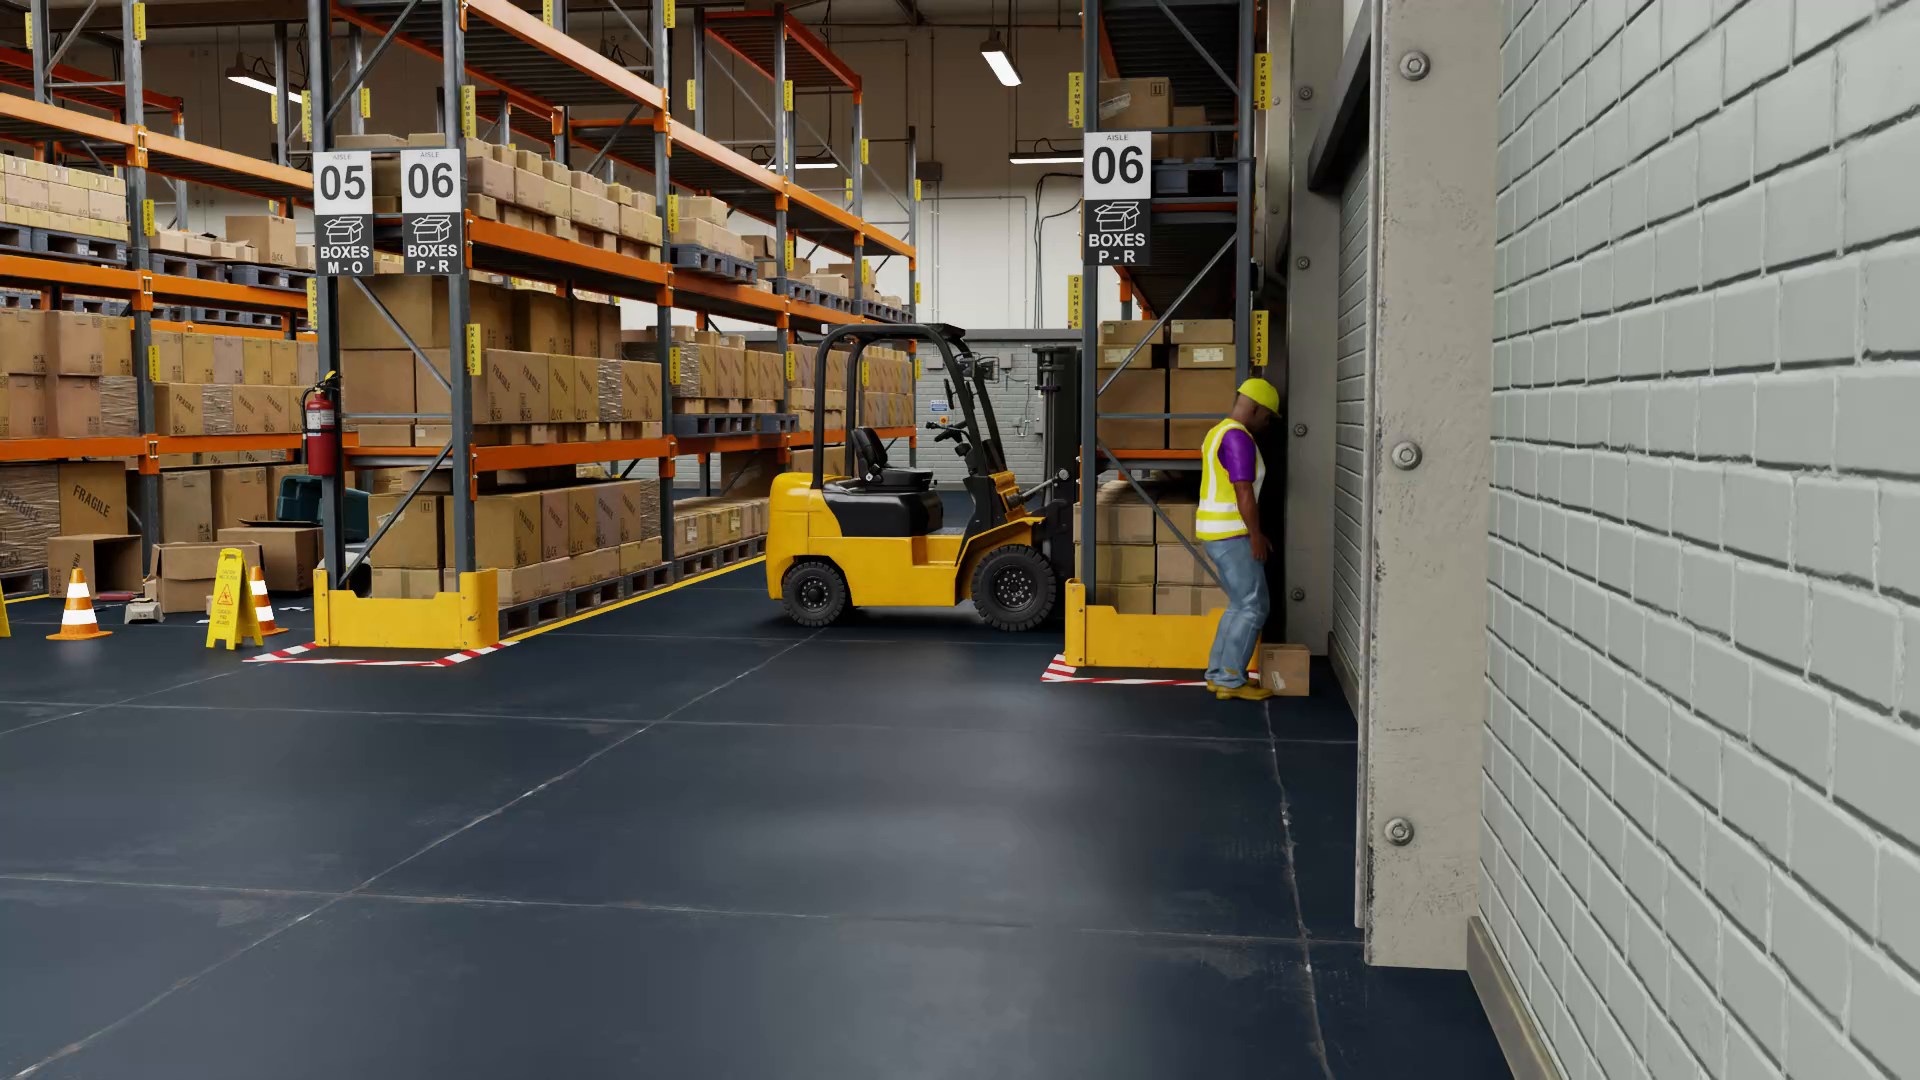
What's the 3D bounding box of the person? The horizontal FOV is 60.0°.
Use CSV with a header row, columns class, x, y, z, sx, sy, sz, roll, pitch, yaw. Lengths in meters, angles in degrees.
class,x,y,z,sx,sy,sz,roll,pitch,yaw
person,1.515,-0.015,9.023,0.453,1.719,0.591,0,4,-1
